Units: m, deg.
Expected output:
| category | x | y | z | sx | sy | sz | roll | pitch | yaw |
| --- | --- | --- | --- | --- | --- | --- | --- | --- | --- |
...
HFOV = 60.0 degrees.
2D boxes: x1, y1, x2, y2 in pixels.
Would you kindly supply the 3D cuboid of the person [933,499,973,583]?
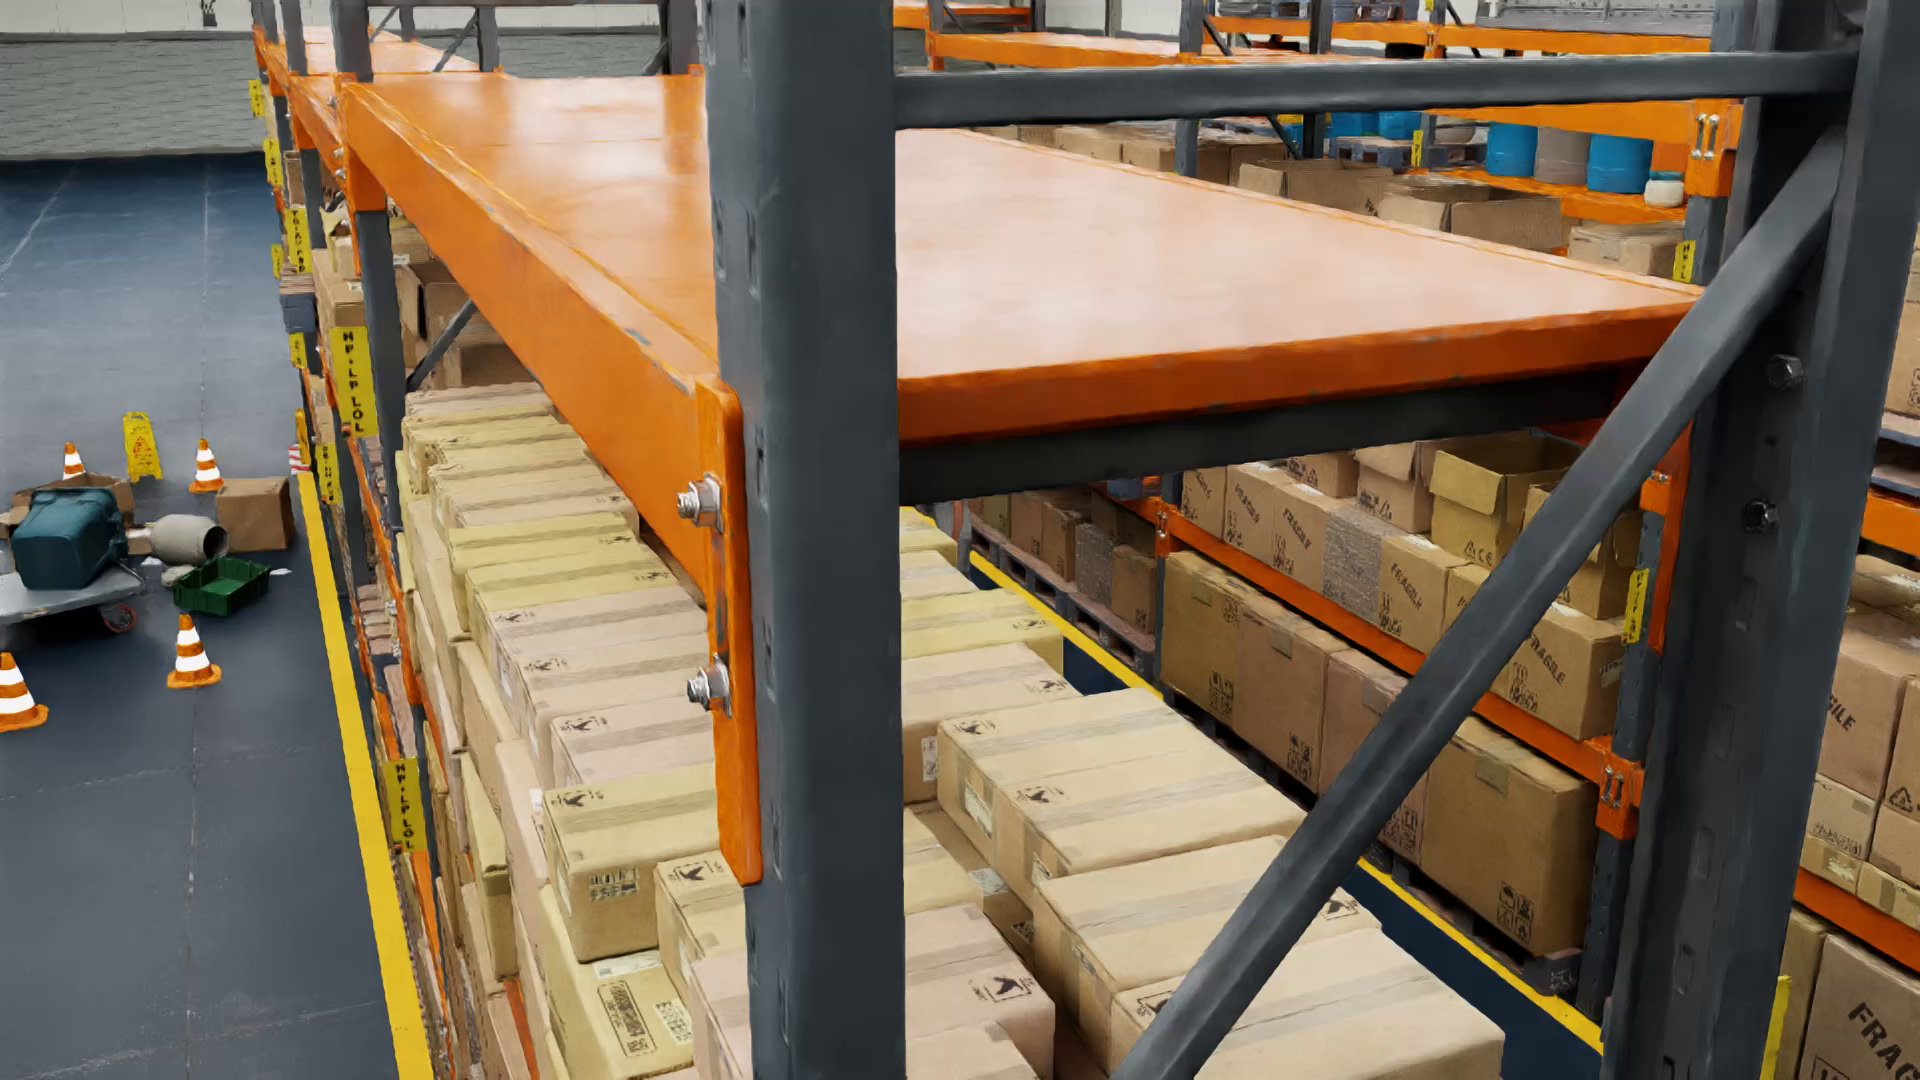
| category | x | y | z | sx | sy | sz | roll | pitch | yaw |
| --- | --- | --- | --- | --- | --- | --- | --- | --- | --- |
| person | -0.070 | -0.042 | 11.655 | 0.403 | 1.654 | 0.462 | -1 | 19 | -3 |
